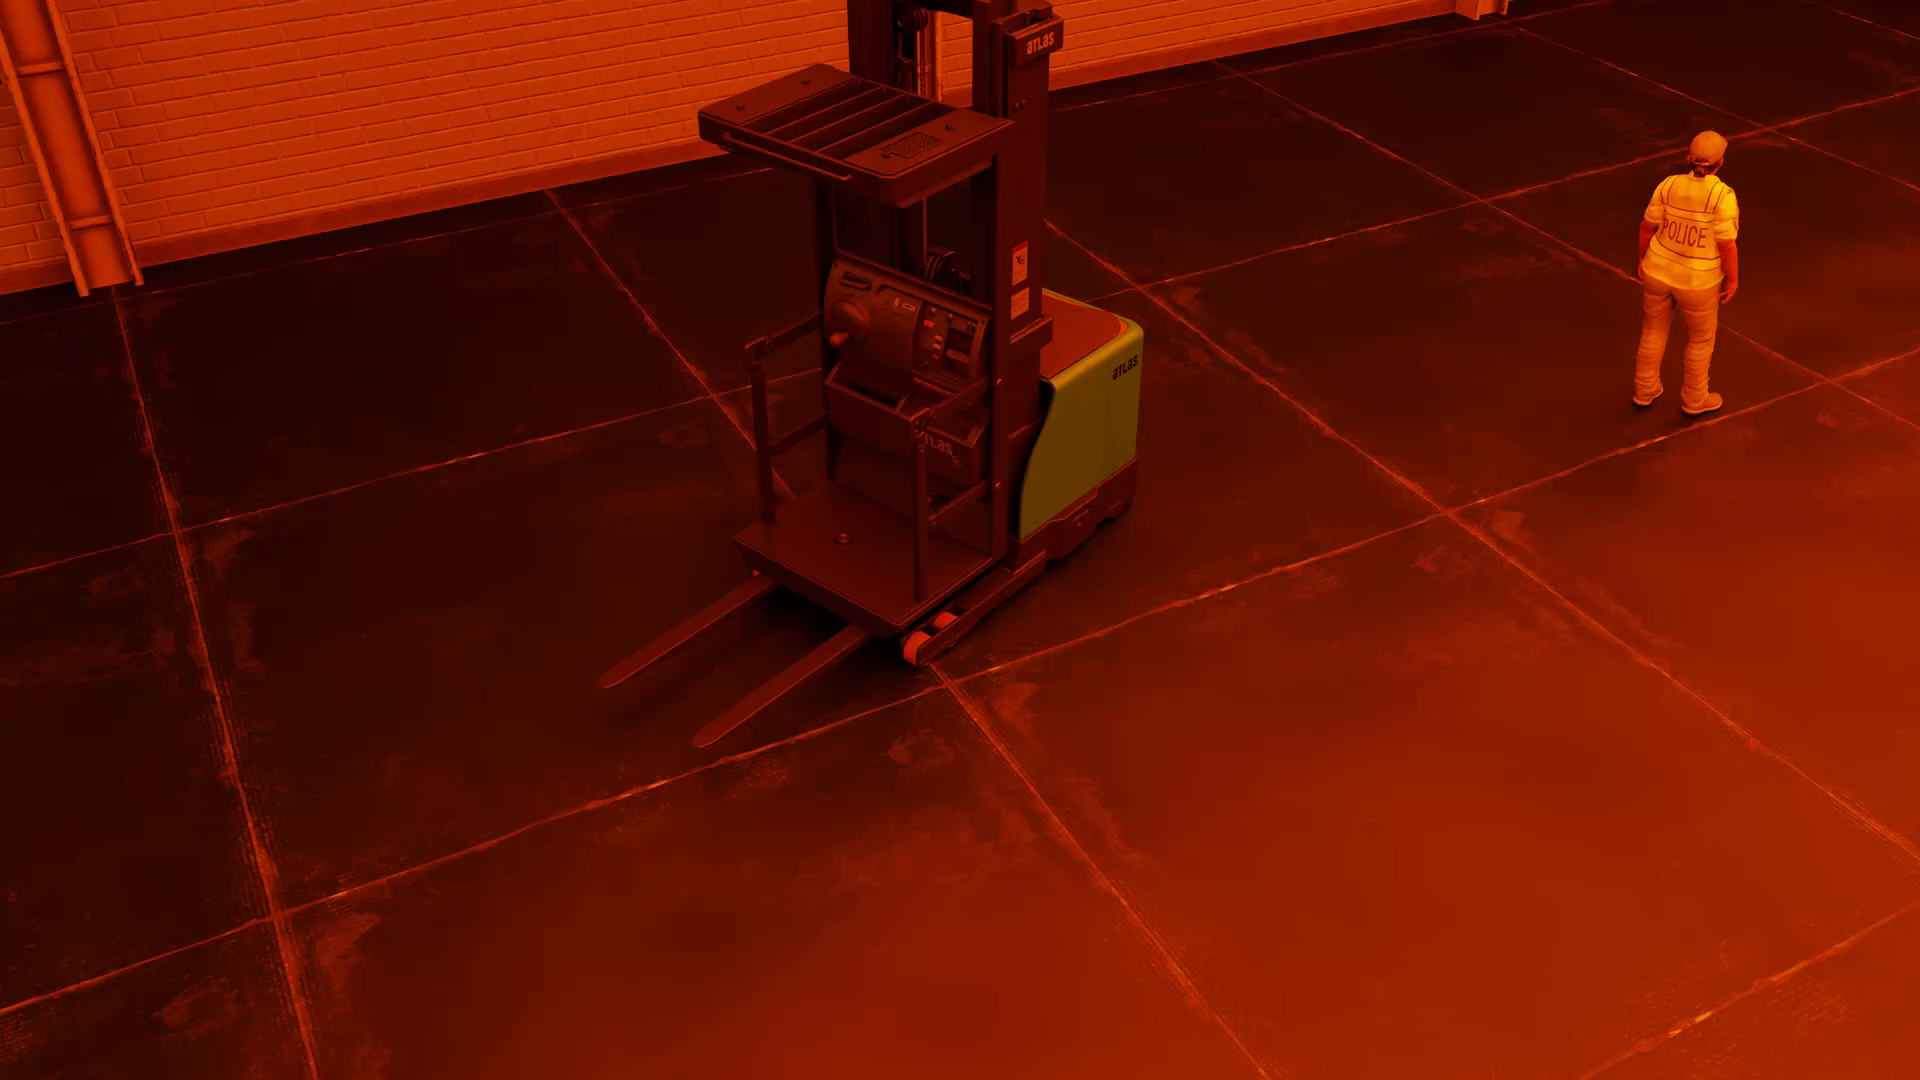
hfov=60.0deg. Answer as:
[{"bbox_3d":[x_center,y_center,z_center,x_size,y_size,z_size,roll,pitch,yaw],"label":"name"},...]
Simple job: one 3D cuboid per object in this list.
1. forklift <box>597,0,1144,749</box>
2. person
[{"bbox_3d":[-0.390,-0.927,7.434,1.130,2.935,3.031,26,43,31],"label":"forklift"},{"bbox_3d":[4.108,-1.501,9.329,0.529,1.669,0.599,-29,45,-35],"label":"person"}]
